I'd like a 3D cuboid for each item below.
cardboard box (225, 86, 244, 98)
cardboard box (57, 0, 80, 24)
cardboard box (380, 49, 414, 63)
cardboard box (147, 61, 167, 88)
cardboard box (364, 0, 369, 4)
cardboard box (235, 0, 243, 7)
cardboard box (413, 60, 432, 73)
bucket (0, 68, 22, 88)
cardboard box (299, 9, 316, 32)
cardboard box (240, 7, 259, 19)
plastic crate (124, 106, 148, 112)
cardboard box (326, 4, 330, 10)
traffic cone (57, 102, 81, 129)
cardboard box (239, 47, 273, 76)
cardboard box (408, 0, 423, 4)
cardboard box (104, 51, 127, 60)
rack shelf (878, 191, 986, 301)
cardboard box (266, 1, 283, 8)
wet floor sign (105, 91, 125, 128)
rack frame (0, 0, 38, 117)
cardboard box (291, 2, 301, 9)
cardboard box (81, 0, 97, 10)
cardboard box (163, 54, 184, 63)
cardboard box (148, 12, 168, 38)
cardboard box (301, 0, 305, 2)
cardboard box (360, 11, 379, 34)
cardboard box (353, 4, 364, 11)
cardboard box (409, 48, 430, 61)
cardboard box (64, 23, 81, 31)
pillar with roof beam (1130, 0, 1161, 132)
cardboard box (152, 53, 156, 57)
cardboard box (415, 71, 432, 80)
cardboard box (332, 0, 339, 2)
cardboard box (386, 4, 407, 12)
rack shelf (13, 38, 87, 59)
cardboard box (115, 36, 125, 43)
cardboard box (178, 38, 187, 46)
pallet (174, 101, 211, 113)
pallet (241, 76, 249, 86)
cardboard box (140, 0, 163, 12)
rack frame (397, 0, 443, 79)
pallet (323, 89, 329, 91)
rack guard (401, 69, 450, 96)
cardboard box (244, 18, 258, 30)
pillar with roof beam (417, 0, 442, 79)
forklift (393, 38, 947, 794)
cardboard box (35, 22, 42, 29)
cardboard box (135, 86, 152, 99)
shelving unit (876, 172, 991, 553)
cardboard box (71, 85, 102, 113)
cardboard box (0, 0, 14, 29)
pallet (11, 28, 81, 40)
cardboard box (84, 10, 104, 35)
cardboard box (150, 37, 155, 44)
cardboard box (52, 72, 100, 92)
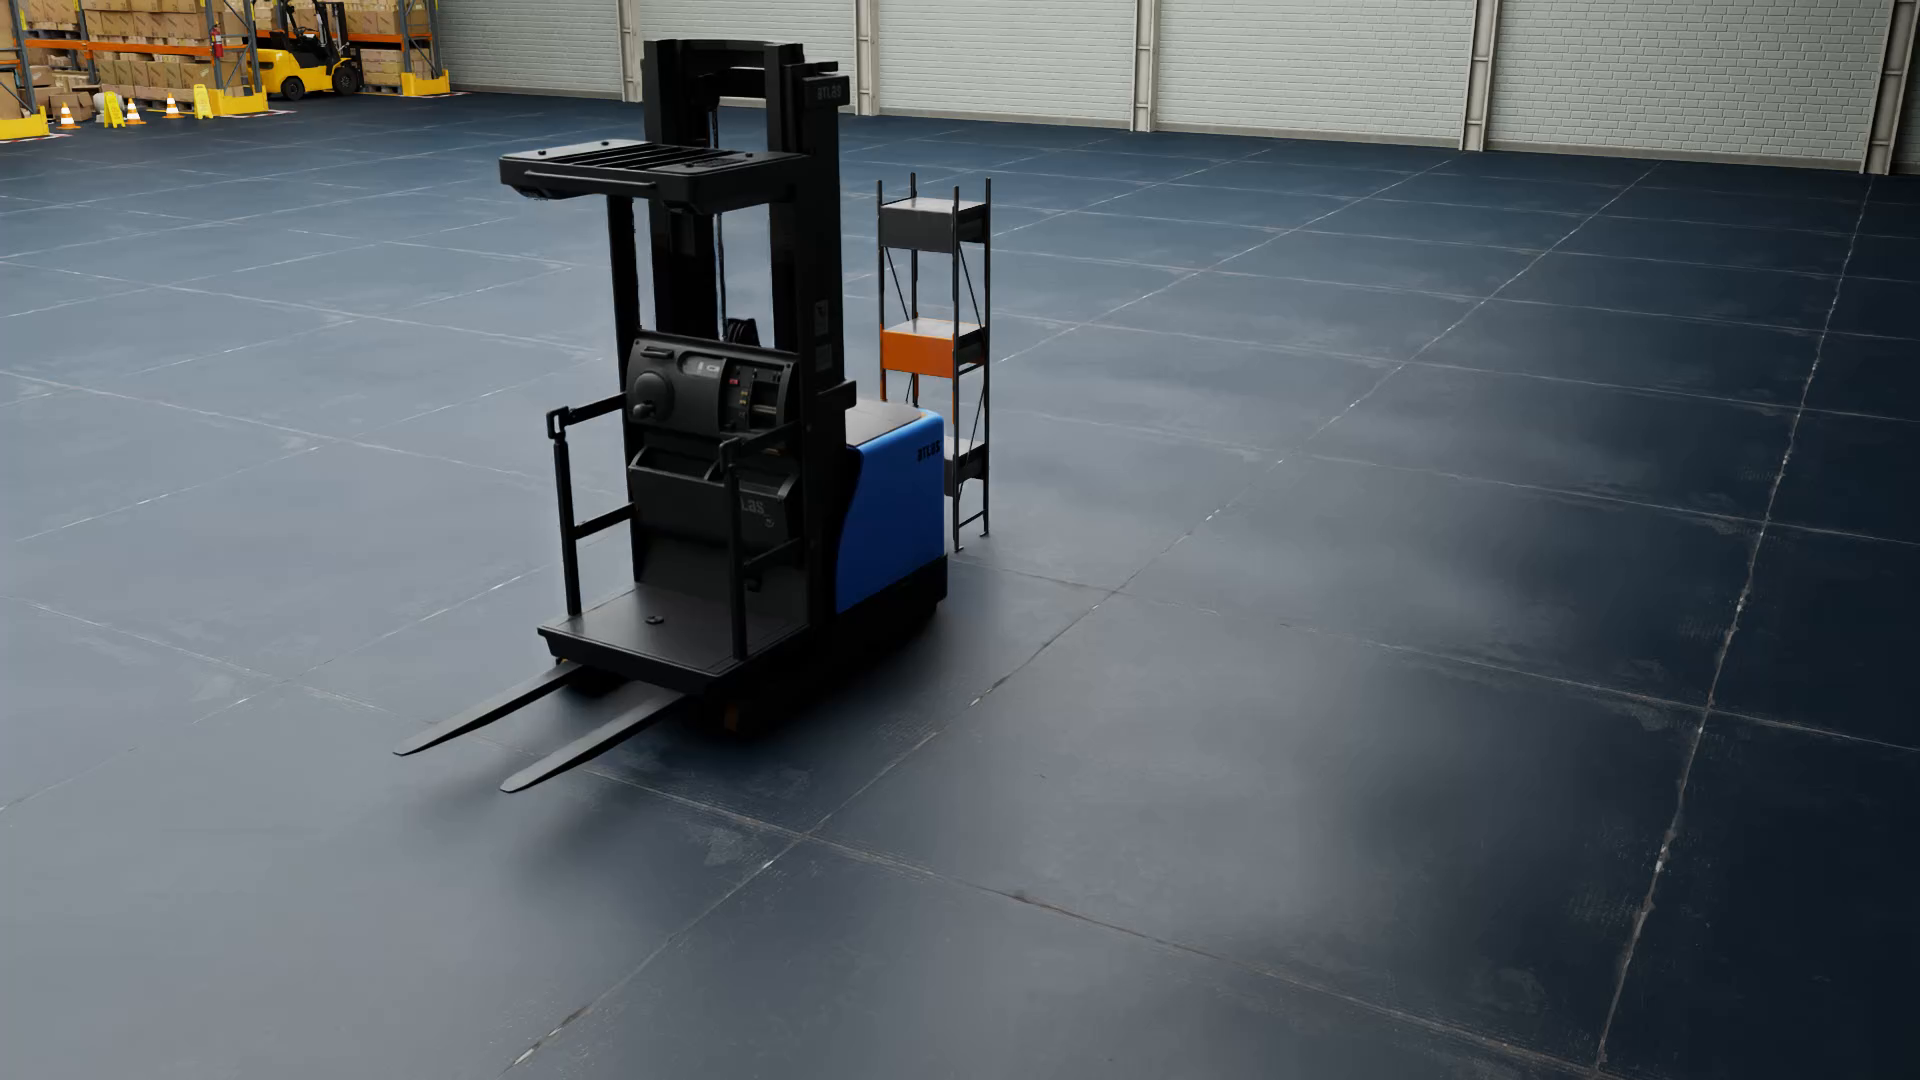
[{"bbox_3d":[-15.151,-9.221,34.304,0.500,0.250,0.500,11,22,27],"label":"cardboard box"},{"bbox_3d":[-18.589,-11.158,35.028,0.500,0.500,0.500,10,22,26],"label":"cardboard box"},{"bbox_3d":[-12.719,-10.937,37.567,0.500,0.250,0.500,12,23,29],"label":"cardboard box"},{"bbox_3d":[-16.303,-9.585,34.206,0.500,0.500,0.500,10,22,26],"label":"cardboard box"},{"bbox_3d":[-13.233,-12.198,37.559,0.250,0.149,0.380,11,23,28],"label":"cardboard box"},{"bbox_3d":[-16.978,-12.747,39.508,0.250,0.149,0.380,10,22,26],"label":"cardboard box"},{"bbox_3d":[-12.474,-10.858,38.083,0.500,0.250,0.500,11,23,28],"label":"cardboard box"},{"bbox_3d":[-19.157,-9.114,33.164,0.726,0.611,0.620,-16,16,-38],"label":"bucket"},{"bbox_3d":[-14.934,-12.057,38.559,0.500,0.500,0.500,11,23,28],"label":"cardboard box"},{"bbox_3d":[-16.663,-12.497,39.405,0.500,0.250,0.500,10,22,26],"label":"cardboard box"},{"bbox_3d":[-17.103,-8.887,34.249,0.583,0.080,0.402,3,20,9],"label":"plastic crate"},{"bbox_3d":[-14.403,-12.243,38.119,0.250,0.149,0.380,10,22,26],"label":"cardboard box"},{"bbox_3d":[-16.679,-7.928,31.042,0.334,0.463,0.336,11,23,27],"label":"traffic cone"},{"bbox_3d":[-16.791,-11.539,40.144,0.625,0.625,0.875,11,22,27],"label":"cardboard box"},{"bbox_3d":[-12.354,-12.190,37.536,0.250,0.149,0.380,10,22,26],"label":"cardboard box"},{"bbox_3d":[-17.611,-10.110,34.704,0.250,0.149,0.380,11,23,28],"label":"cardboard box"},{"bbox_3d":[-0.144,-1.660,9.349,0.480,0.518,0.431,11,23,27],"label":"rack shelf"},{"bbox_3d":[-16.063,-12.586,39.066,0.250,0.149,0.380,12,23,29],"label":"cardboard box"},{"bbox_3d":[-15.917,-8.087,31.214,0.232,0.644,0.267,7,21,18],"label":"wet floor sign"},{"bbox_3d":[-16.908,-8.610,29.201,0.127,3.000,1.000,11,23,27],"label":"rack frame"},{"bbox_3d":[-15.280,-12.422,38.612,0.250,0.149,0.380,11,23,29],"label":"cardboard box"},{"bbox_3d":[-17.796,-11.284,34.526,0.500,0.500,0.700,11,22,27],"label":"cardboard box"},{"bbox_3d":[-15.980,-9.802,33.853,0.250,0.149,0.380,11,23,28],"label":"cardboard box"},{"bbox_3d":[-16.060,-10.464,33.730,0.500,0.500,0.500,11,23,27],"label":"cardboard box"},{"bbox_3d":[-15.024,-12.538,38.496,0.250,0.149,0.380,10,22,26],"label":"cardboard box"},{"bbox_3d":[-13.171,-11.718,37.624,0.500,0.500,0.500,12,23,29],"label":"cardboard box"},{"bbox_3d":[-13.505,-12.074,37.655,0.250,0.149,0.380,10,22,26],"label":"cardboard box"},{"bbox_3d":[-12.492,-11.089,37.988,0.500,0.250,0.500,10,22,26],"label":"cardboard box"},{"bbox_3d":[-18.658,-10.848,35.124,0.250,0.149,0.380,11,23,28],"label":"cardboard box"},{"bbox_3d":[1.282,-10.508,25.636,0.400,9.000,9.100,11,23,27],"label":"pillar with roof beam"},{"bbox_3d":[-20.055,-12.024,41.663,0.500,0.500,0.500,10,22,26],"label":"cardboard box"},{"bbox_3d":[-12.498,-10.623,38.168,0.500,0.250,0.500,11,23,28],"label":"cardboard box"},{"bbox_3d":[-14.133,-12.367,38.026,0.250,0.149,0.380,11,23,28],"label":"cardboard box"},{"bbox_3d":[-12.604,-11.904,37.186,0.250,0.149,0.380,11,23,28],"label":"cardboard box"},{"bbox_3d":[-19.820,-10.760,36.183,4.000,0.370,1.077,11,23,27],"label":"rack shelf"},{"bbox_3d":[-17.264,-10.386,34.467,0.250,0.149,0.380,12,23,29],"label":"cardboard box"},{"bbox_3d":[-15.502,-10.039,33.509,0.250,0.149,0.380,10,22,26],"label":"cardboard box"},{"bbox_3d":[-15.340,-8.947,34.222,1.213,0.211,1.003,11,23,27],"label":"pallet"},{"bbox_3d":[-17.388,-11.246,40.559,1.213,0.211,1.003,11,23,27],"label":"pallet"},{"bbox_3d":[-16.068,-10.917,33.514,0.500,0.500,0.700,10,22,27],"label":"cardboard box"},{"bbox_3d":[-12.165,-11.578,37.385,0.127,3.000,1.000,11,23,27],"label":"rack frame"},{"bbox_3d":[-14.983,-10.788,39.295,1.213,0.211,1.003,11,23,27],"label":"pallet"},{"bbox_3d":[-12.144,-10.399,37.800,0.348,0.500,1.175,11,23,27],"label":"rack guard"},{"bbox_3d":[-16.666,-12.261,39.487,0.500,0.250,0.500,11,22,27],"label":"cardboard box"},{"bbox_3d":[-14.432,-13.501,33.888,0.400,9.000,9.100,11,23,27],"label":"pillar with roof beam"},{"bbox_3d":[-1.260,-0.682,7.448,1.130,2.935,3.031,12,23,29],"label":"forklift"},{"bbox_3d":[-19.542,-11.022,35.604,0.250,0.149,0.380,11,23,27],"label":"cardboard box"},{"bbox_3d":[-16.755,-9.319,34.572,0.500,0.250,0.500,10,22,27],"label":"cardboard box"},{"bbox_3d":[-0.144,-1.015,9.583,0.503,2.100,0.431,11,23,27],"label":"shelving unit"},{"bbox_3d":[-17.802,-9.008,33.961,0.500,0.500,0.500,-7,21,-20],"label":"cardboard box"},{"bbox_3d":[-17.213,-9.261,29.193,0.550,0.550,0.875,11,23,27],"label":"cardboard box"},{"bbox_3d":[-19.818,-11.023,36.136,1.213,0.211,1.003,11,23,27],"label":"pallet"},{"bbox_3d":[-17.826,-10.796,34.645,0.500,0.500,0.500,11,23,27],"label":"cardboard box"},{"bbox_3d":[-16.338,-10.240,34.065,0.250,0.149,0.380,11,23,27],"label":"cardboard box"},{"bbox_3d":[-19.163,-9.932,36.085,0.625,0.372,0.950,12,23,31],"label":"cardboard box"}]
